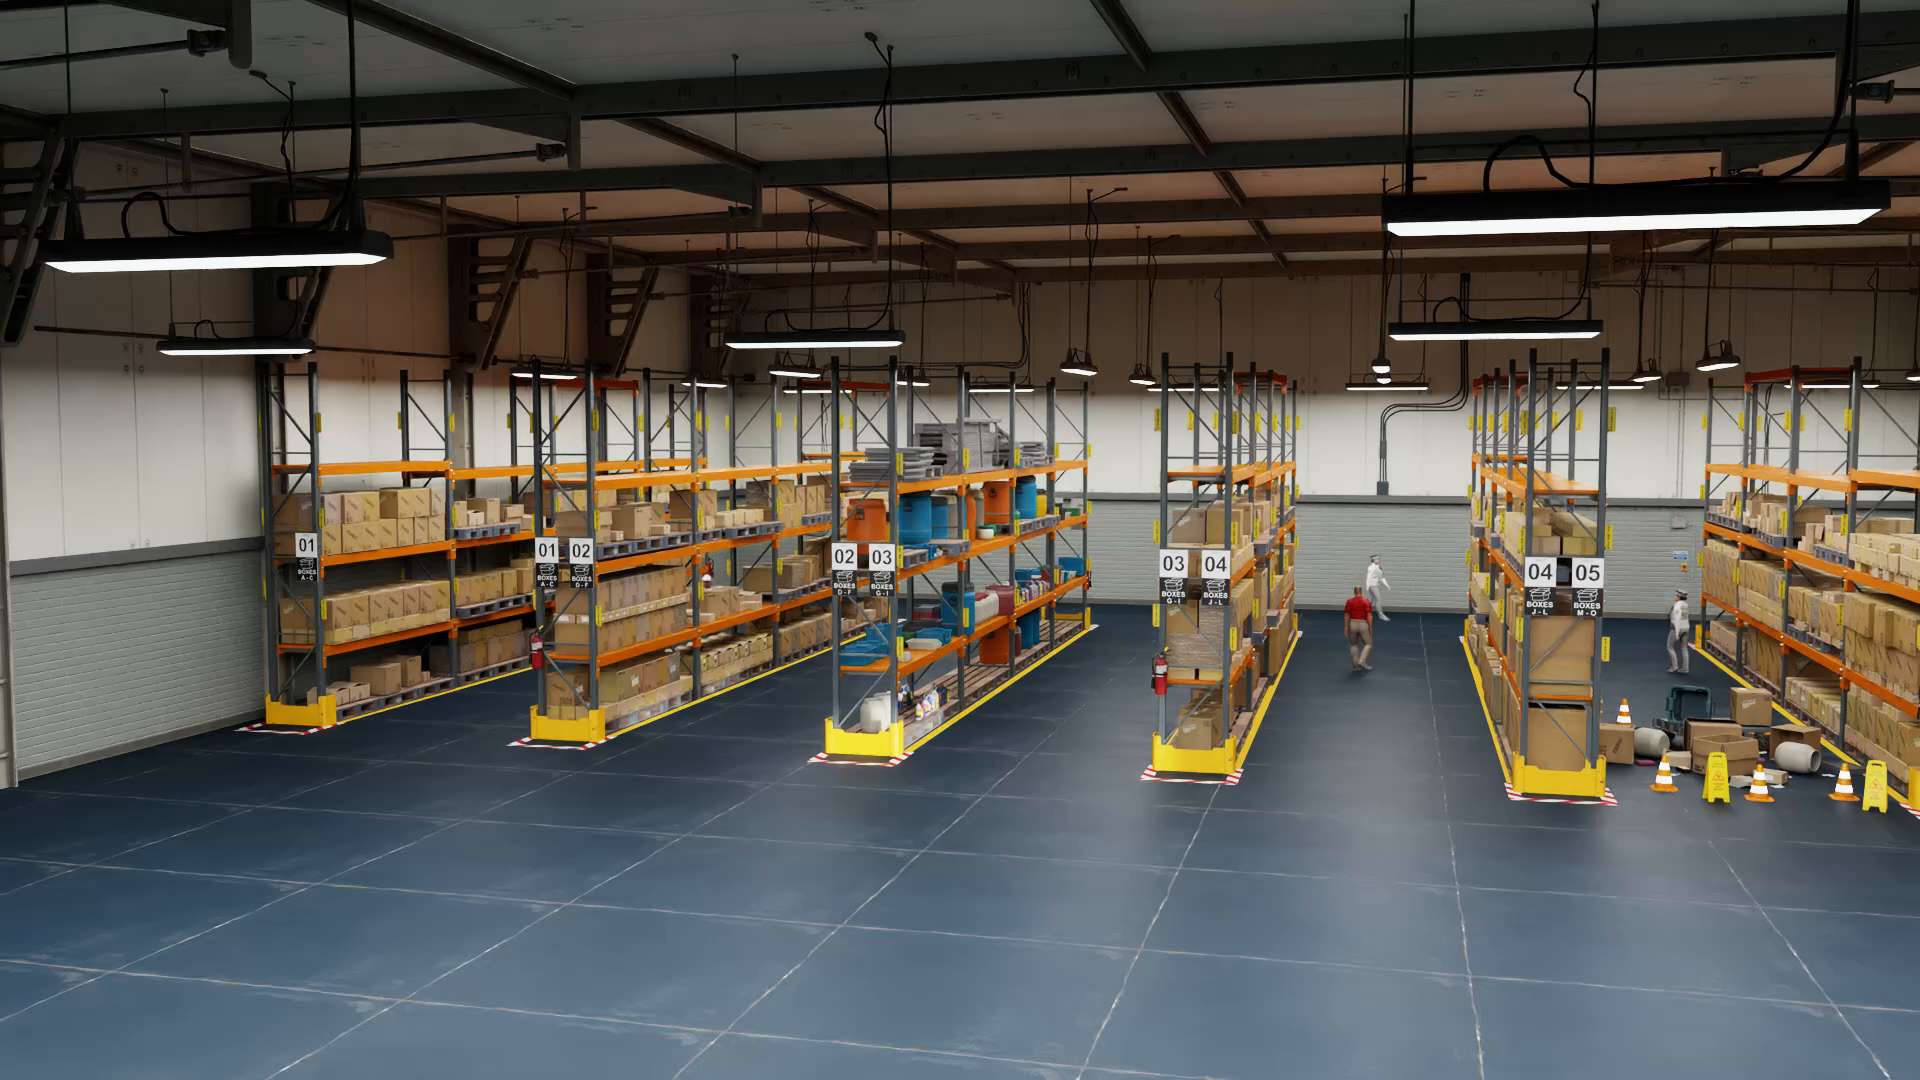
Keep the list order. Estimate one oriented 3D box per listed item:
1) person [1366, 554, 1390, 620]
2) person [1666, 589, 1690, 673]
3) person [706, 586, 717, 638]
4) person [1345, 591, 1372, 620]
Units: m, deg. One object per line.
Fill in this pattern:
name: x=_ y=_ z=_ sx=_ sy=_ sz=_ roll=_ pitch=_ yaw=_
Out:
person: x=10.611 y=1.188 z=42.378 sx=0.743 sy=1.684 sz=0.505 roll=2 pitch=5 yaw=31
person: x=14.422 y=1.842 z=33.248 sx=0.494 sy=1.711 sz=0.478 roll=-2 pitch=4 yaw=-23
person: x=-5.498 y=1.703 z=36.597 sx=0.613 sy=1.454 sz=0.672 roll=2 pitch=4 yaw=24
person: x=8.055 y=1.345 z=33.579 sx=0.532 sy=0.663 sz=0.318 roll=2 pitch=4 yaw=24
